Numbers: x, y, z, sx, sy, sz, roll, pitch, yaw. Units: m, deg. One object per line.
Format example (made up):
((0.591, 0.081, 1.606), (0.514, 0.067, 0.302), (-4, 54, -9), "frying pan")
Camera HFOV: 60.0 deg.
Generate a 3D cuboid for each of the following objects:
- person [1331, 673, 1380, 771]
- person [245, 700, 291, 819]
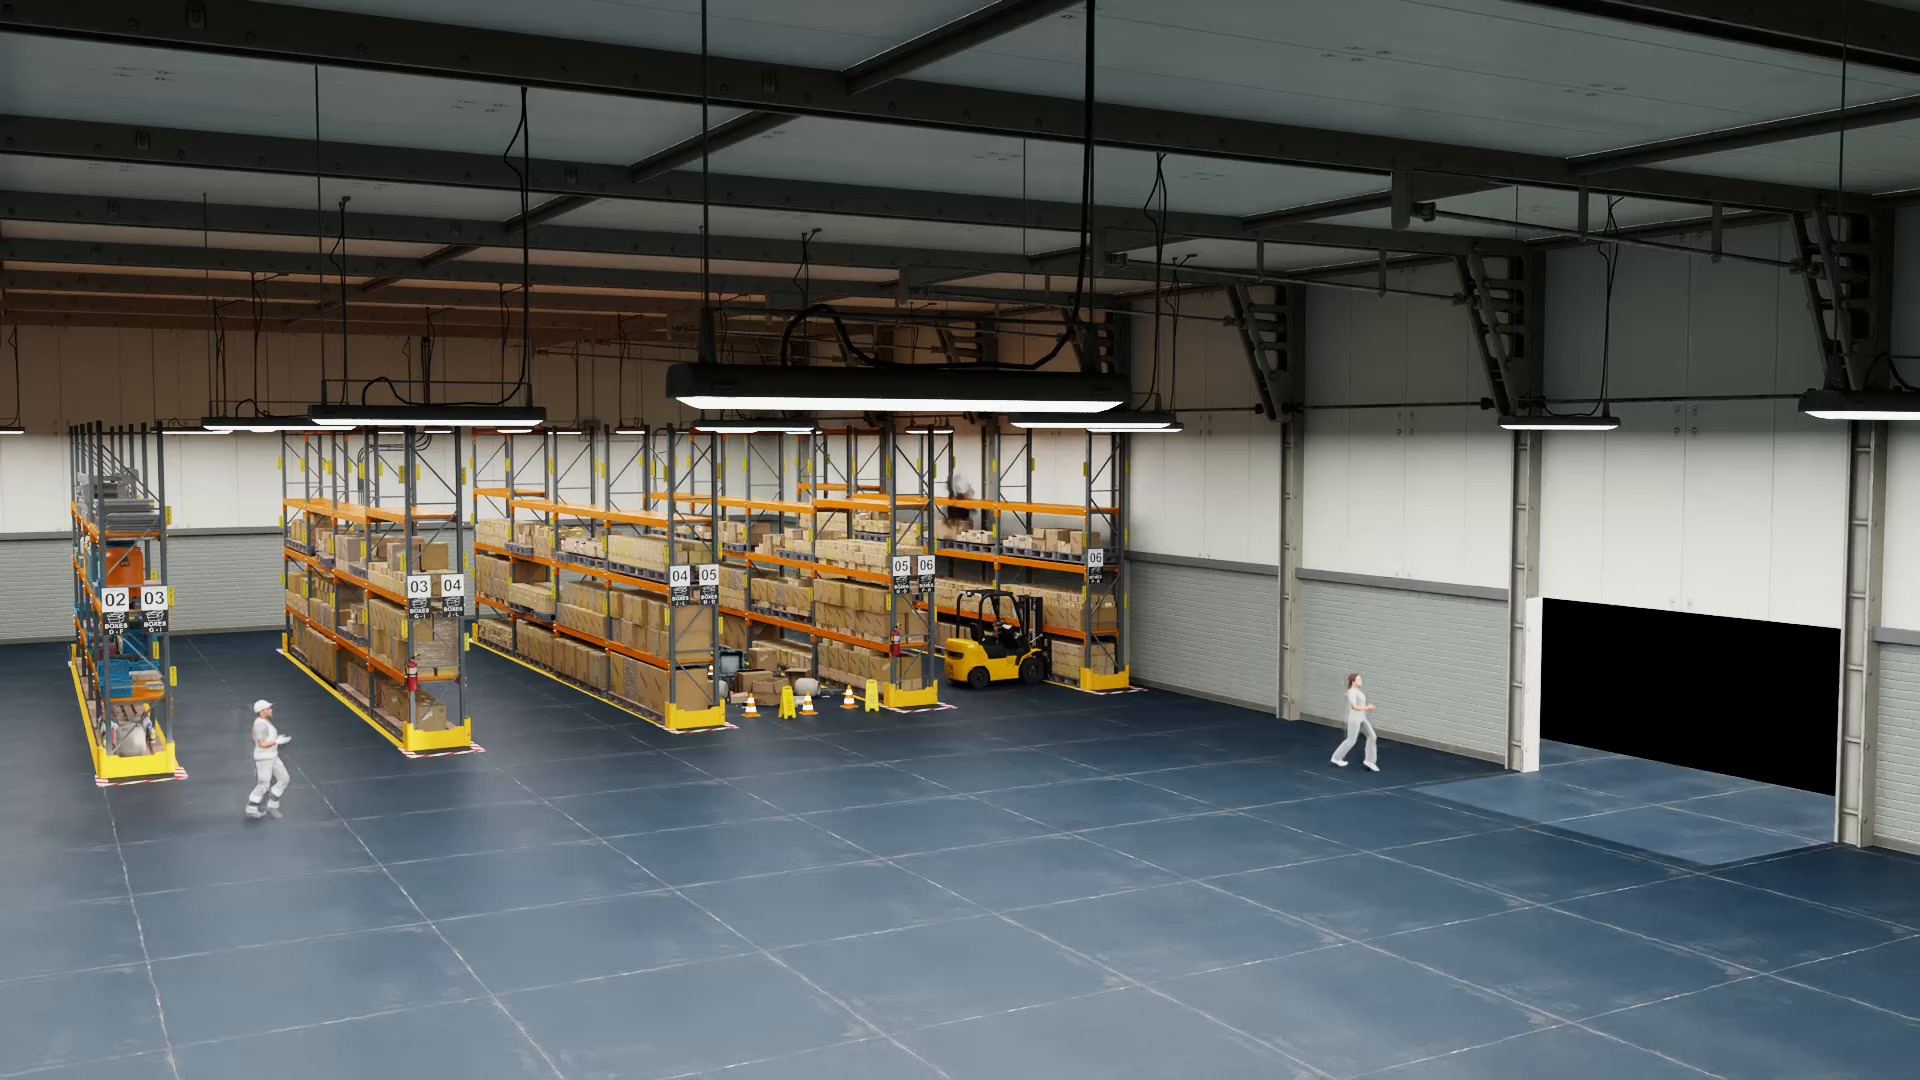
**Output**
((6.824, 3.133, 28.650), (0.825, 1.698, 0.570), (2, 4, 30), "person")
((-10.331, 3.296, 24.853), (0.694, 1.823, 0.631), (-1, 4, -9), "person")
